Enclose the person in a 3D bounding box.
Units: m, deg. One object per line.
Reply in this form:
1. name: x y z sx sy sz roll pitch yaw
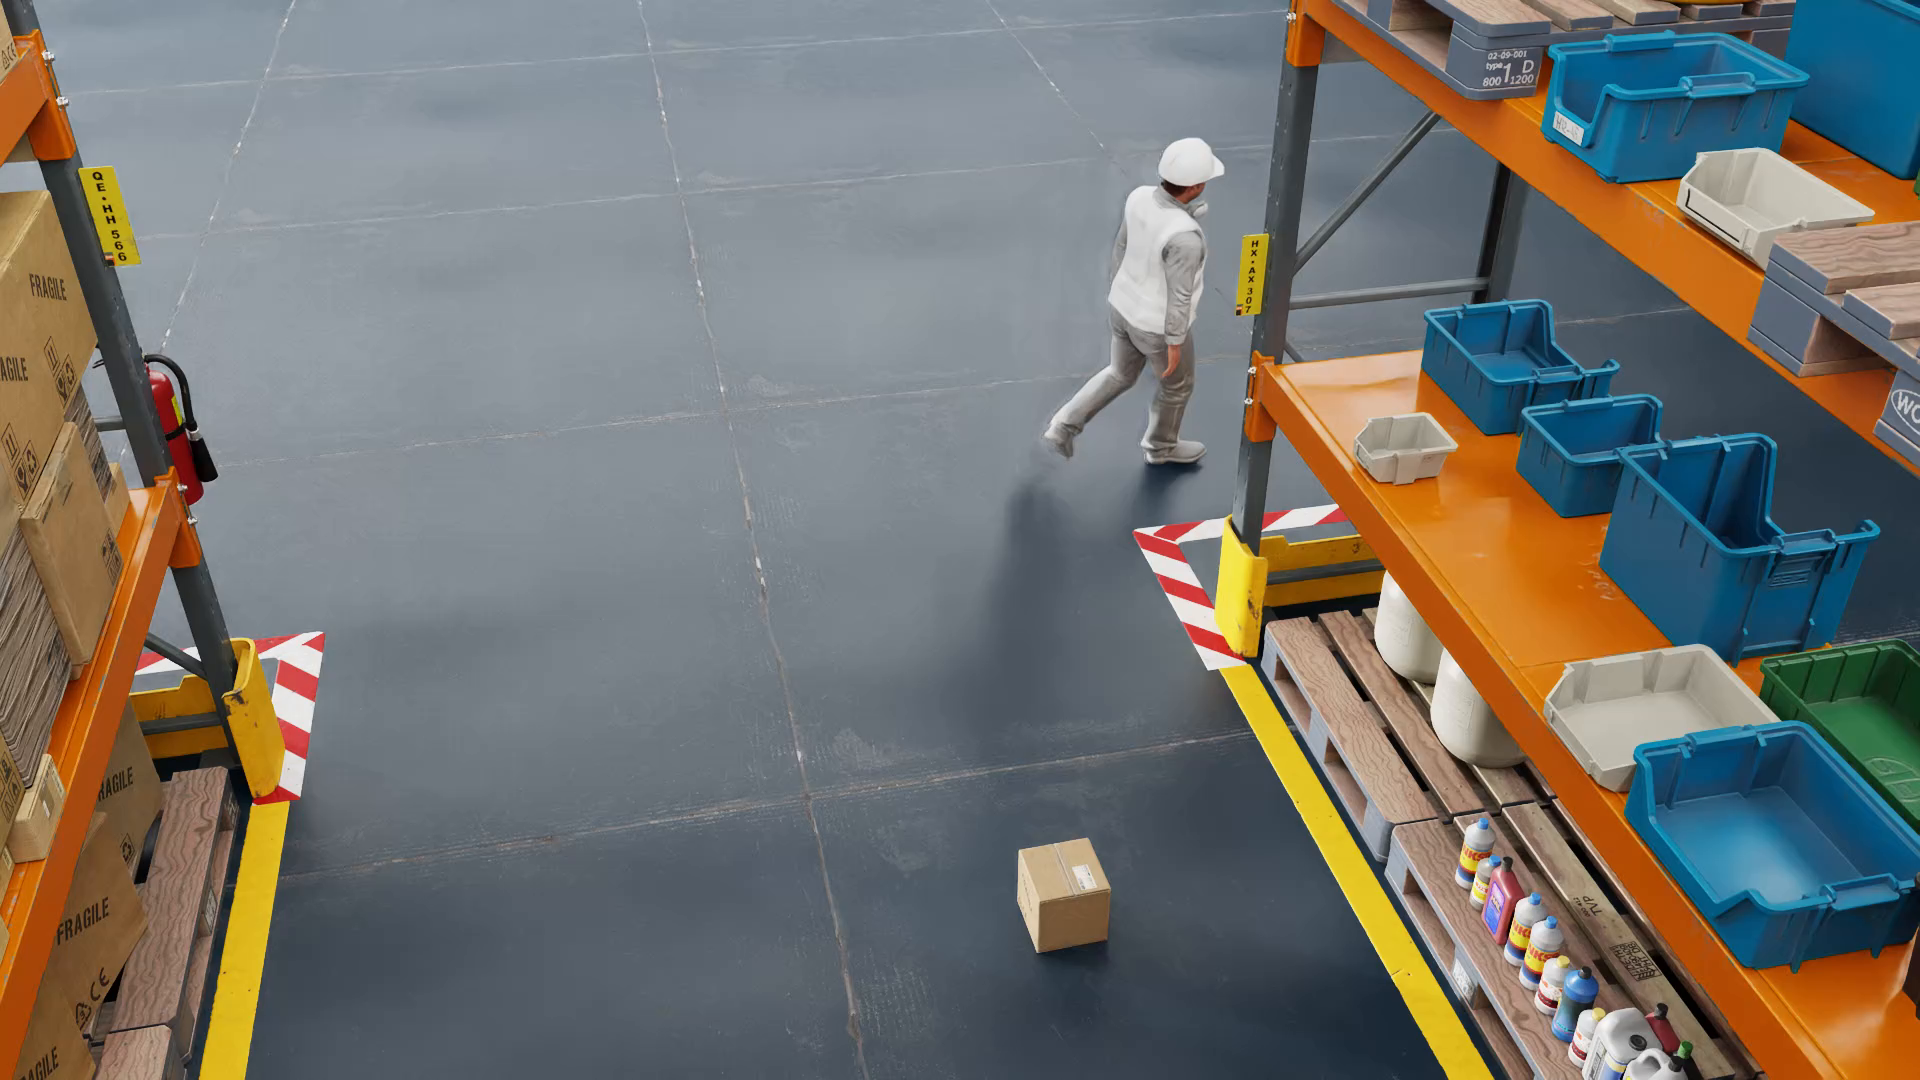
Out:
1. person: 0.845 -1.029 7.649 0.849 1.738 0.596 -14 37 -20
